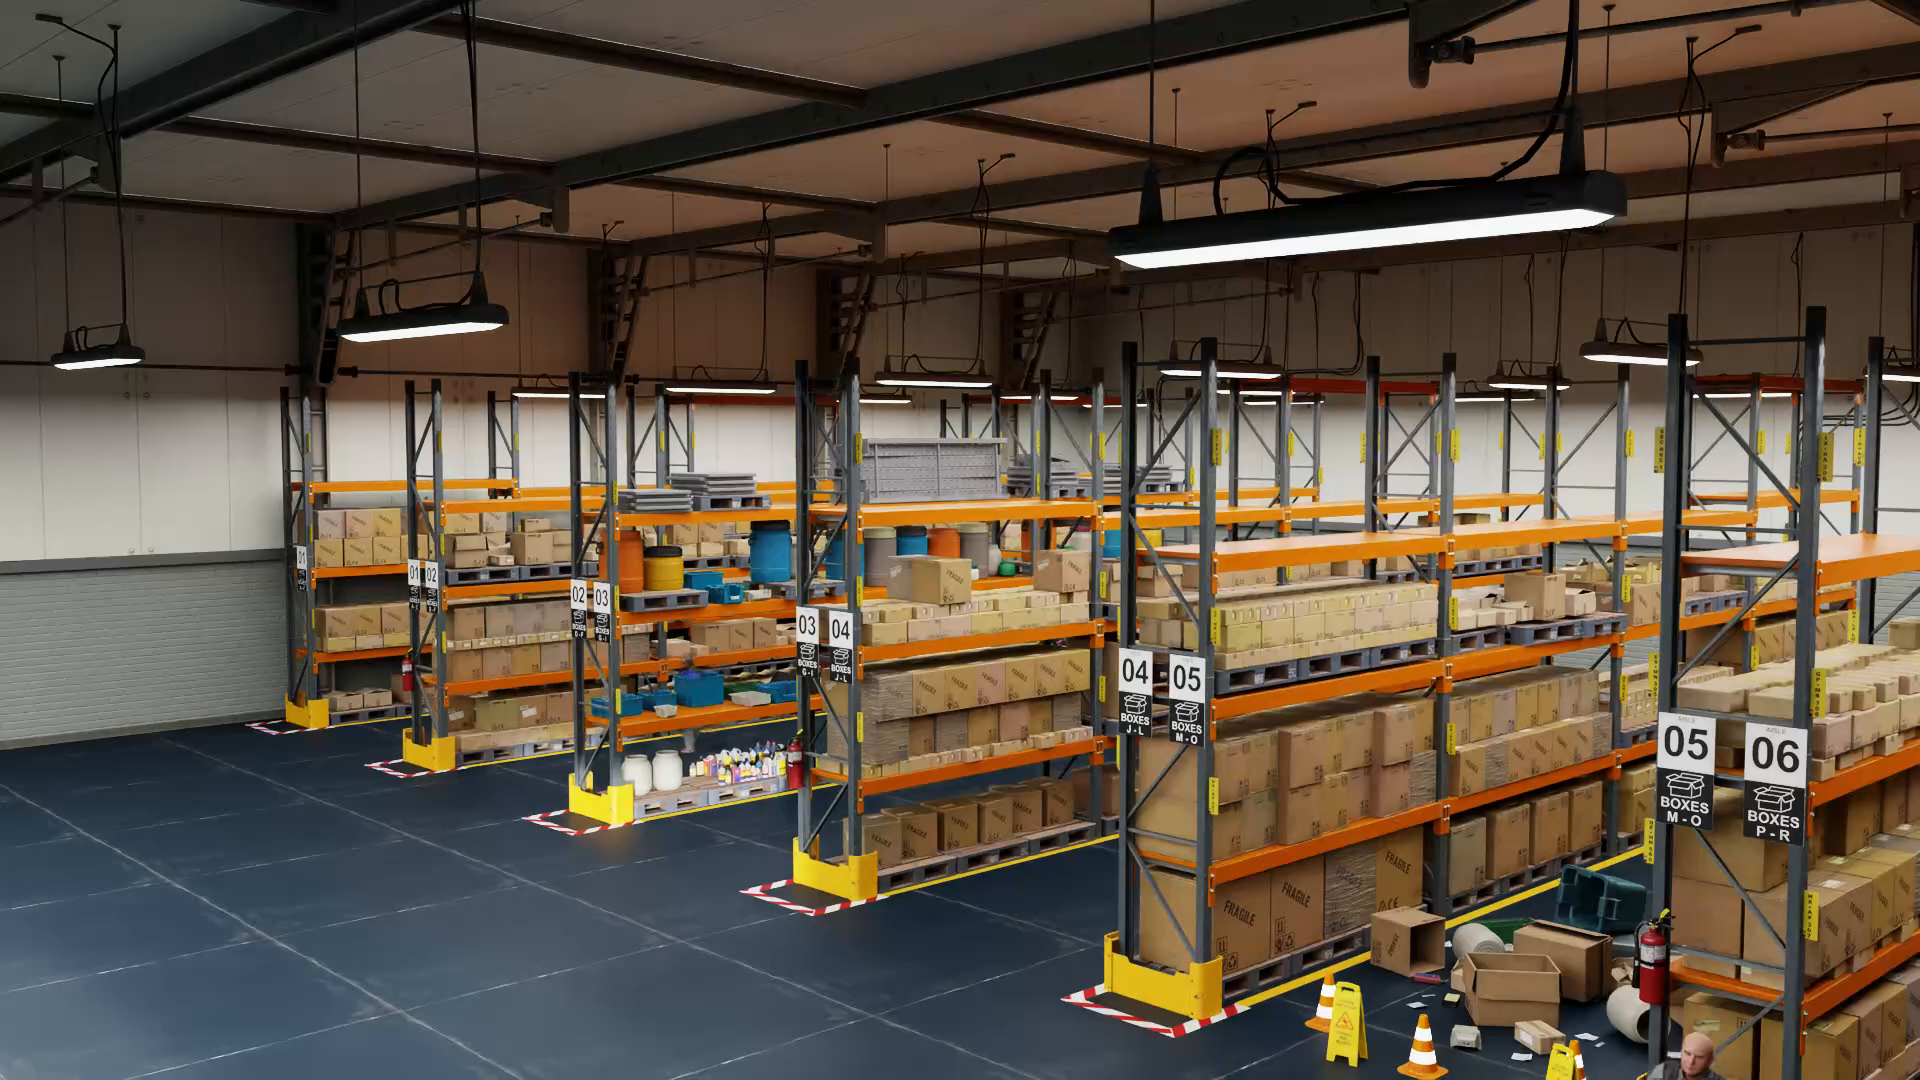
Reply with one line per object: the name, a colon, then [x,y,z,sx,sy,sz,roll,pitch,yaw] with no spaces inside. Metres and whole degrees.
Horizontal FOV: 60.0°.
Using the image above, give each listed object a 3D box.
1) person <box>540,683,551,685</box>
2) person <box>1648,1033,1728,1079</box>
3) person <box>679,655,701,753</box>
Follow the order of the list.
person: [-7.260,2.413,29.304,0.659,1.766,0.911,3,5,37]
person: [4.371,3.698,9.964,0.770,1.664,0.674,3,5,41]
person: [-4.365,2.634,26.940,0.538,1.591,0.728,-3,5,-37]
